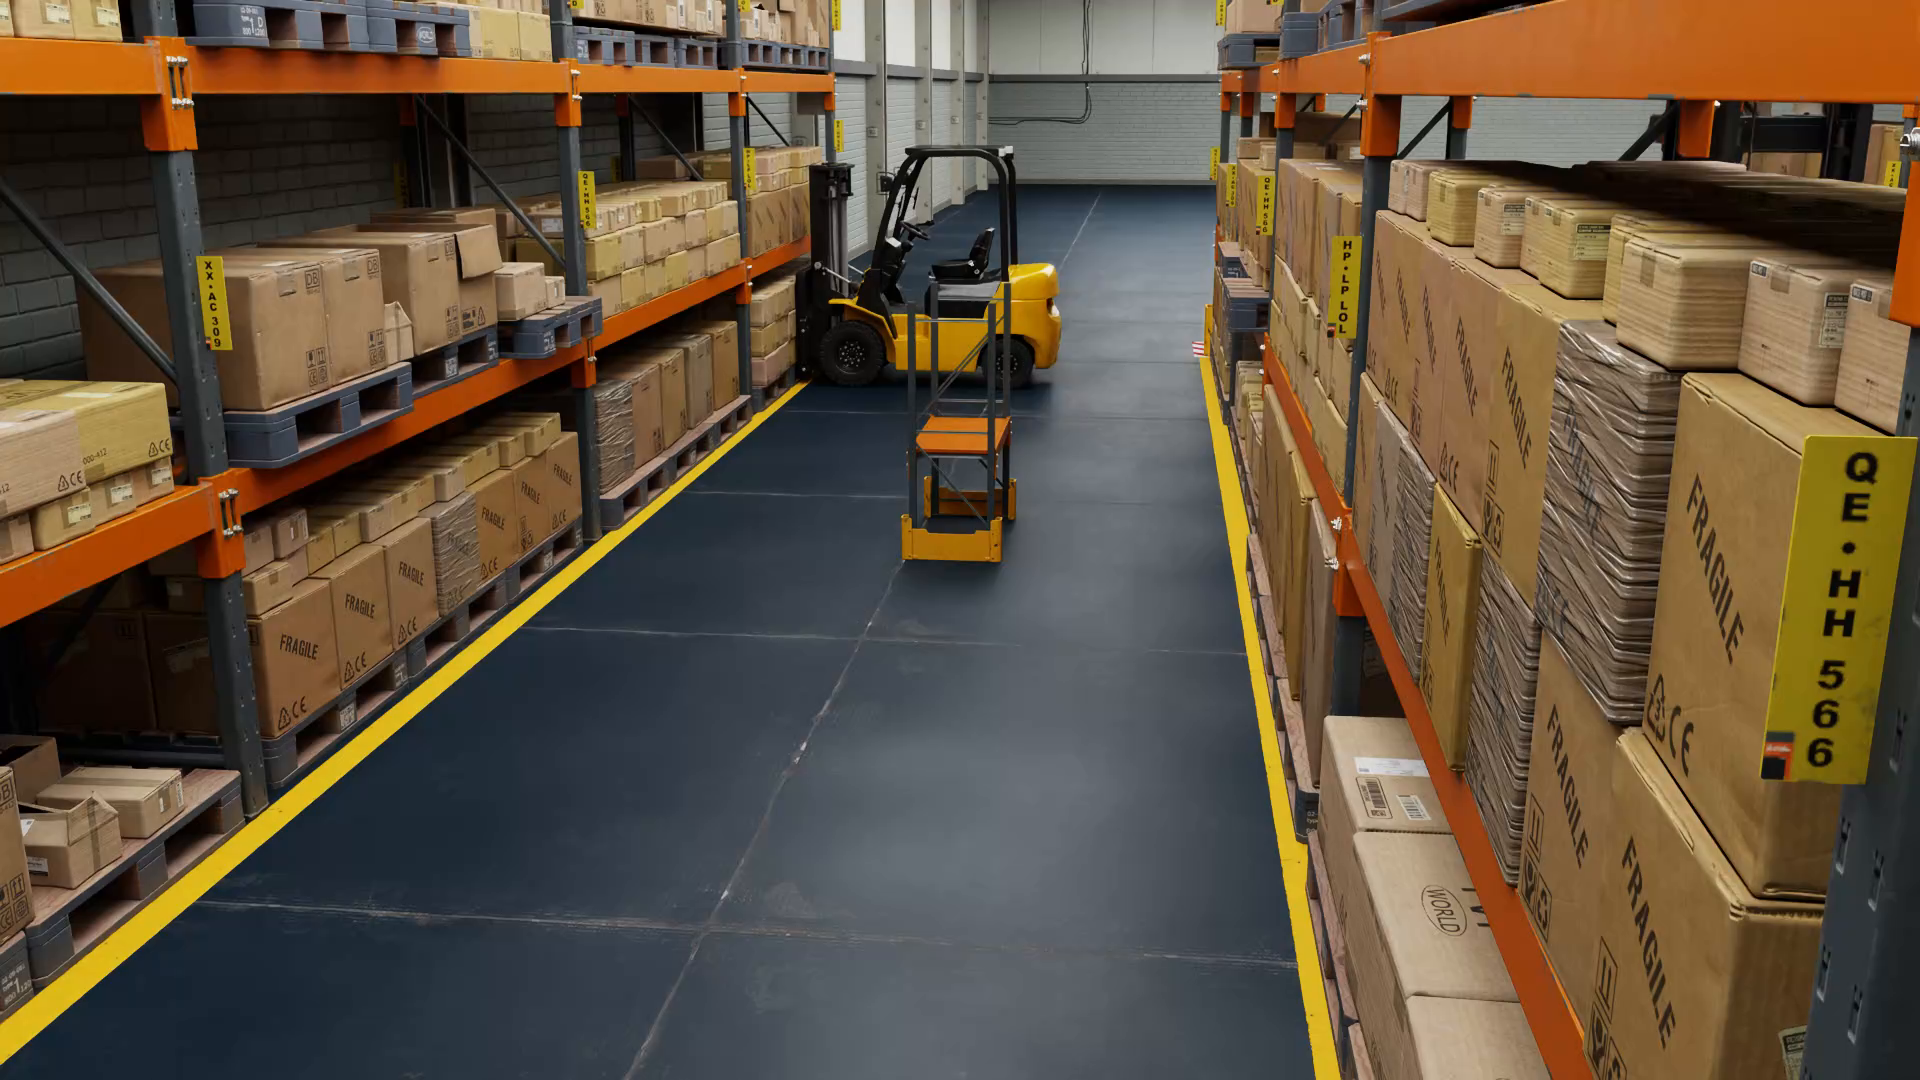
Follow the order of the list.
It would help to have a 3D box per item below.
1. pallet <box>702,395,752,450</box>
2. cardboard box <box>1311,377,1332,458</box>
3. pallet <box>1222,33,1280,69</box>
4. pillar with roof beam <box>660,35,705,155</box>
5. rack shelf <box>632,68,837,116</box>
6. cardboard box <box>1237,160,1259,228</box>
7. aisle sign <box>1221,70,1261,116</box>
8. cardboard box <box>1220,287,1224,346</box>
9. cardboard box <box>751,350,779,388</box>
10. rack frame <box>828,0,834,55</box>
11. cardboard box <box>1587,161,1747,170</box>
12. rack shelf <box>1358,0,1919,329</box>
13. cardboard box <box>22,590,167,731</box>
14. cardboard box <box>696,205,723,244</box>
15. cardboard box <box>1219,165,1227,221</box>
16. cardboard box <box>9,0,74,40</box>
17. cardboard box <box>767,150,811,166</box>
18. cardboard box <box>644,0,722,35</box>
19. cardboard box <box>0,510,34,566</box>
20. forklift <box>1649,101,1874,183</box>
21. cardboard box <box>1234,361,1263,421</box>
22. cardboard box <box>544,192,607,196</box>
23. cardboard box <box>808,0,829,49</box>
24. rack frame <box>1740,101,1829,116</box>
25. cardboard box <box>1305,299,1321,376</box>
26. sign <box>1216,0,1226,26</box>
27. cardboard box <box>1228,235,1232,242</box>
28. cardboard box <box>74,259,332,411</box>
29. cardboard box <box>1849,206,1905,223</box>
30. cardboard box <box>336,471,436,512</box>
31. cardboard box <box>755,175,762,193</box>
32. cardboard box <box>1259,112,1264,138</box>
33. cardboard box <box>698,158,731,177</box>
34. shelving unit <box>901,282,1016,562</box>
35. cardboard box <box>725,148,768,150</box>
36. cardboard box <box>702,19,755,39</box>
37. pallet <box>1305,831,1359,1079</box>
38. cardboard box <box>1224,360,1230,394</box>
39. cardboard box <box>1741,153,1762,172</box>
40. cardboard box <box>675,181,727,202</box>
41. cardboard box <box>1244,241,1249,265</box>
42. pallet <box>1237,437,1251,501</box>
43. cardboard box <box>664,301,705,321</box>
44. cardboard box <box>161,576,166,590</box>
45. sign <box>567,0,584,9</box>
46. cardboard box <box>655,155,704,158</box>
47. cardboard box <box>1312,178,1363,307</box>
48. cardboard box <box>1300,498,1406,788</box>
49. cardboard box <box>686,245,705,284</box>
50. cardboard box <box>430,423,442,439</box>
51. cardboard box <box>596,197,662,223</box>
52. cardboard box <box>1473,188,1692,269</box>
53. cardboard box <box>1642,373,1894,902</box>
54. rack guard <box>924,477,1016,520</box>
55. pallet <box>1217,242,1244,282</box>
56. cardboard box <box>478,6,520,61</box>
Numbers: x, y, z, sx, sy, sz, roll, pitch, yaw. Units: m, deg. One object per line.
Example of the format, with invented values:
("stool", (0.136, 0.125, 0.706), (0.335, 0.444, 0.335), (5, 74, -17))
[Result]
("pallet", (-2.293, -0.960, 13.306), (1.003, 0.211, 1.213), (2, 15, 6))
("cardboard box", (1.640, -0.461, 6.409), (0.500, 0.250, 0.500), (1, 15, 5))
("pallet", (2.394, -3.284, 11.174), (1.213, 0.211, 1.003), (2, 15, 6))
("pillar with roof beam", (1.506, -6.151, 15.668), (9.100, 9.000, 0.400), (2, 15, 6))
("rack shelf", (-2.023, -4.117, 15.274), (1.077, 0.370, 4.000), (2, 15, 6))
("cardboard box", (2.290, -2.504, 12.111), (0.500, 0.500, 0.500), (2, 15, 6))
("aisle sign", (2.834, -4.670, 16.707), (0.394, 0.787, 0.004), (2, 15, 6))
("cardboard box", (2.596, -2.016, 14.897), (0.500, 0.500, 0.500), (3, 15, 9))
("cardboard box", (-1.865, -1.489, 14.385), (0.500, 0.250, 0.500), (2, 15, 7))
("rack frame", (-1.797, -6.431, 16.707), (1.000, 3.000, 0.127), (2, 15, 6))
("cardboard box", (2.062, -1.033, 4.885), (0.380, 0.149, 0.250), (1, 15, 5))
("rack shelf", (1.555, -0.860, 3.227), (1.077, 0.370, 4.000), (2, 15, 6))
("cardboard box", (-3.390, 0.445, 6.755), (0.500, 0.500, 0.500), (2, 15, 6))
("cardboard box", (-2.101, -2.398, 12.615), (0.500, 0.250, 0.500), (1, 15, 5))
("cardboard box", (2.751, -3.333, 15.980), (0.500, 0.500, 0.500), (2, 15, 8))
("cardboard box", (-2.929, -1.584, 5.010), (0.380, 0.149, 0.250), (2, 15, 6))
("cardboard box", (-1.649, -3.674, 16.000), (0.380, 0.149, 0.250), (2, 15, 8))
("cardboard box", (-2.088, -3.959, 12.485), (0.500, 0.311, 0.500), (1, 15, 4))
("cardboard box", (-3.006, -0.008, 4.927), (0.380, 0.149, 0.250), (2, 15, 8))
("forklift", (5.050, -1.688, 10.790), (1.130, 2.935, 3.031), (2, 15, 7))
("cardboard box", (2.627, -1.151, 12.901), (0.950, 0.372, 0.625), (2, 15, 7))
("cardboard box", (-2.720, -2.380, 11.785), (0.380, 0.149, 0.250), (2, 15, 7))
("cardboard box", (-1.605, -5.161, 16.566), (0.500, 0.500, 0.500), (2, 15, 8))
("rack frame", (8.065, -3.271, 16.511), (1.000, 3.000, 0.127), (2, 15, 6))
("cardboard box", (1.691, -0.833, 6.824), (0.500, 0.250, 0.500), (2, 15, 8))
("sign", (2.596, -5.276, 16.506), (0.100, 0.325, 0.005), (2, 15, 6))
("cardboard box", (2.528, -2.587, 14.465), (0.380, 0.149, 0.250), (1, 15, 5))
("cardboard box", (-2.875, -0.793, 6.352), (0.700, 0.500, 0.500), (2, 15, 8))
("cardboard box", (1.806, -0.504, 2.931), (0.380, 0.149, 0.250), (2, 15, 7))
("cardboard box", (-2.760, -0.229, 8.003), (0.380, 0.149, 0.250), (2, 15, 6))
("cardboard box", (-1.922, -3.070, 14.334), (0.380, 0.149, 0.250), (2, 15, 6))
("cardboard box", (3.294, -3.926, 16.257), (0.700, 0.500, 0.500), (1, 15, 5))
("cardboard box", (-1.996, -3.148, 14.053), (0.380, 0.149, 0.250), (2, 15, 7))
("shelving unit", (0.009, -0.744, 10.039), (0.587, 1.500, 1.083), (2, 15, 6))
("cardboard box", (-2.126, -3.824, 16.553), (0.380, 0.149, 0.250), (2, 15, 7))
("cardboard box", (-1.896, -4.183, 13.624), (0.380, 0.149, 0.250), (2, 15, 7))
("pallet", (1.617, 1.263, 5.086), (1.003, 0.211, 1.213), (2, 15, 6))
("cardboard box", (2.483, -1.389, 14.017), (0.500, 0.250, 0.500), (2, 15, 9))
("cardboard box", (7.984, -3.769, 15.998), (0.875, 0.550, 0.550), (2, 15, 6))
("cardboard box", (-2.067, -2.764, 13.204), (0.380, 0.149, 0.250), (2, 15, 8))
("cardboard box", (2.133, -1.963, 11.351), (0.380, 0.149, 0.250), (2, 15, 8))
("pallet", (2.462, -0.487, 11.560), (1.003, 0.211, 1.213), (2, 15, 6))
("cardboard box", (-2.385, -1.989, 14.320), (0.500, 0.250, 0.500), (2, 15, 7))
("cardboard box", (-3.372, 0.095, 6.804), (0.380, 0.149, 0.250), (2, 15, 6))
("sign", (-2.161, -3.142, 9.297), (0.100, 0.325, 0.005), (2, 15, 6))
("cardboard box", (-2.461, -3.294, 14.594), (0.380, 0.149, 0.250), (1, 15, 5))
("cardboard box", (1.710, -1.197, 6.736), (0.500, 0.500, 0.500), (2, 15, 8))
("cardboard box", (1.771, 0.382, 6.269), (0.875, 0.875, 0.875), (2, 15, 8))
("cardboard box", (-2.183, -2.029, 12.205), (0.500, 0.250, 0.500), (2, 15, 7))
("cardboard box", (-3.125, -0.576, 9.285), (0.380, 0.149, 0.250), (2, 15, 8))
("cardboard box", (-2.236, -2.231, 11.232), (0.380, 0.149, 0.250), (2, 15, 7))
("cardboard box", (1.297, -0.653, 3.481), (0.380, 0.149, 0.250), (2, 15, 6))
("cardboard box", (1.147, 0.097, 1.951), (0.500, 0.500, 0.500), (2, 15, 8))
("rack guard", (0.065, -0.270, 10.680), (0.587, 0.250, 0.087), (2, 15, 6))
("pallet", (2.453, -2.066, 12.424), (1.003, 0.211, 1.213), (2, 15, 6))
("cardboard box", (-2.573, -2.565, 8.444), (0.500, 0.250, 0.500), (2, 15, 6))
